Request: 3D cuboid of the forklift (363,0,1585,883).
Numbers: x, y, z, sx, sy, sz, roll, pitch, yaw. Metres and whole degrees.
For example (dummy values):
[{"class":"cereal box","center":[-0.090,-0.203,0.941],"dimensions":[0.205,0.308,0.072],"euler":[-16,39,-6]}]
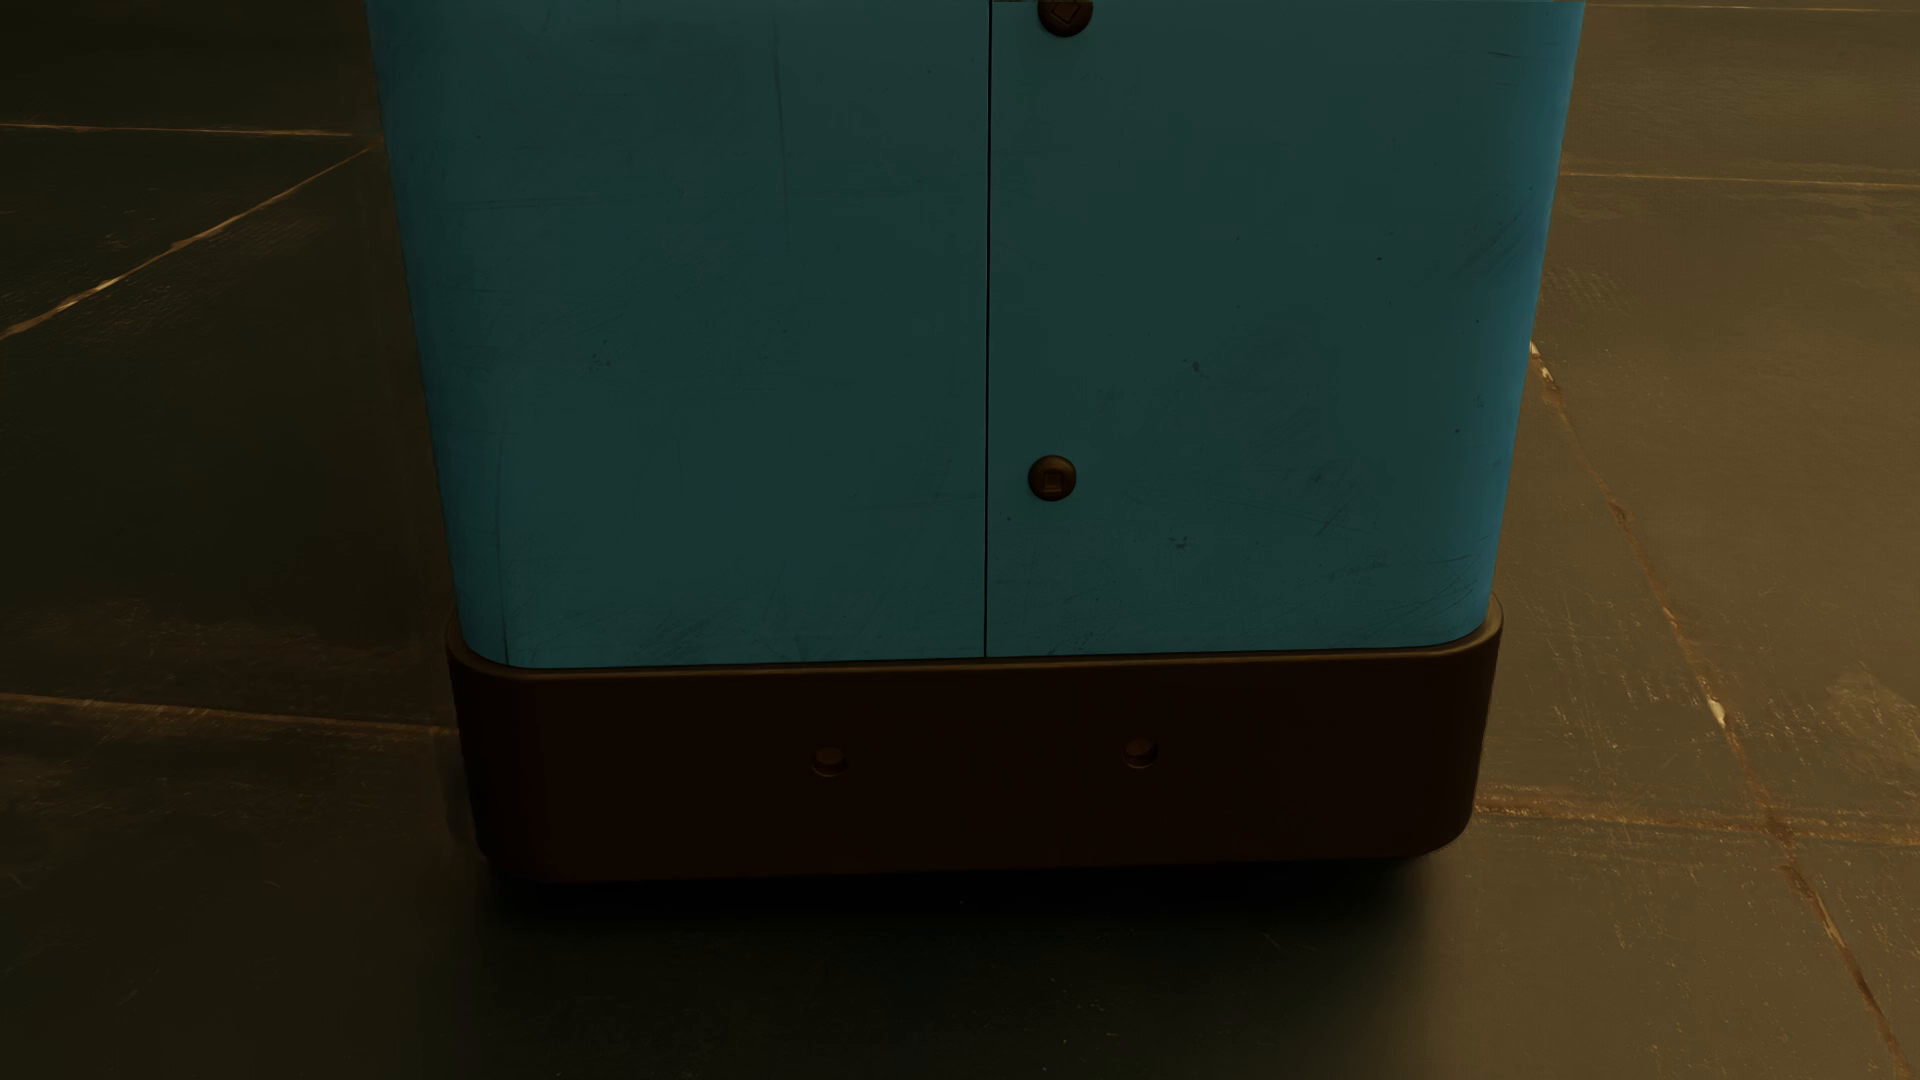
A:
[{"class":"forklift","center":[-0.050,-1.590,2.403],"dimensions":[1.130,2.935,3.031],"euler":[-1,27,-3]}]
